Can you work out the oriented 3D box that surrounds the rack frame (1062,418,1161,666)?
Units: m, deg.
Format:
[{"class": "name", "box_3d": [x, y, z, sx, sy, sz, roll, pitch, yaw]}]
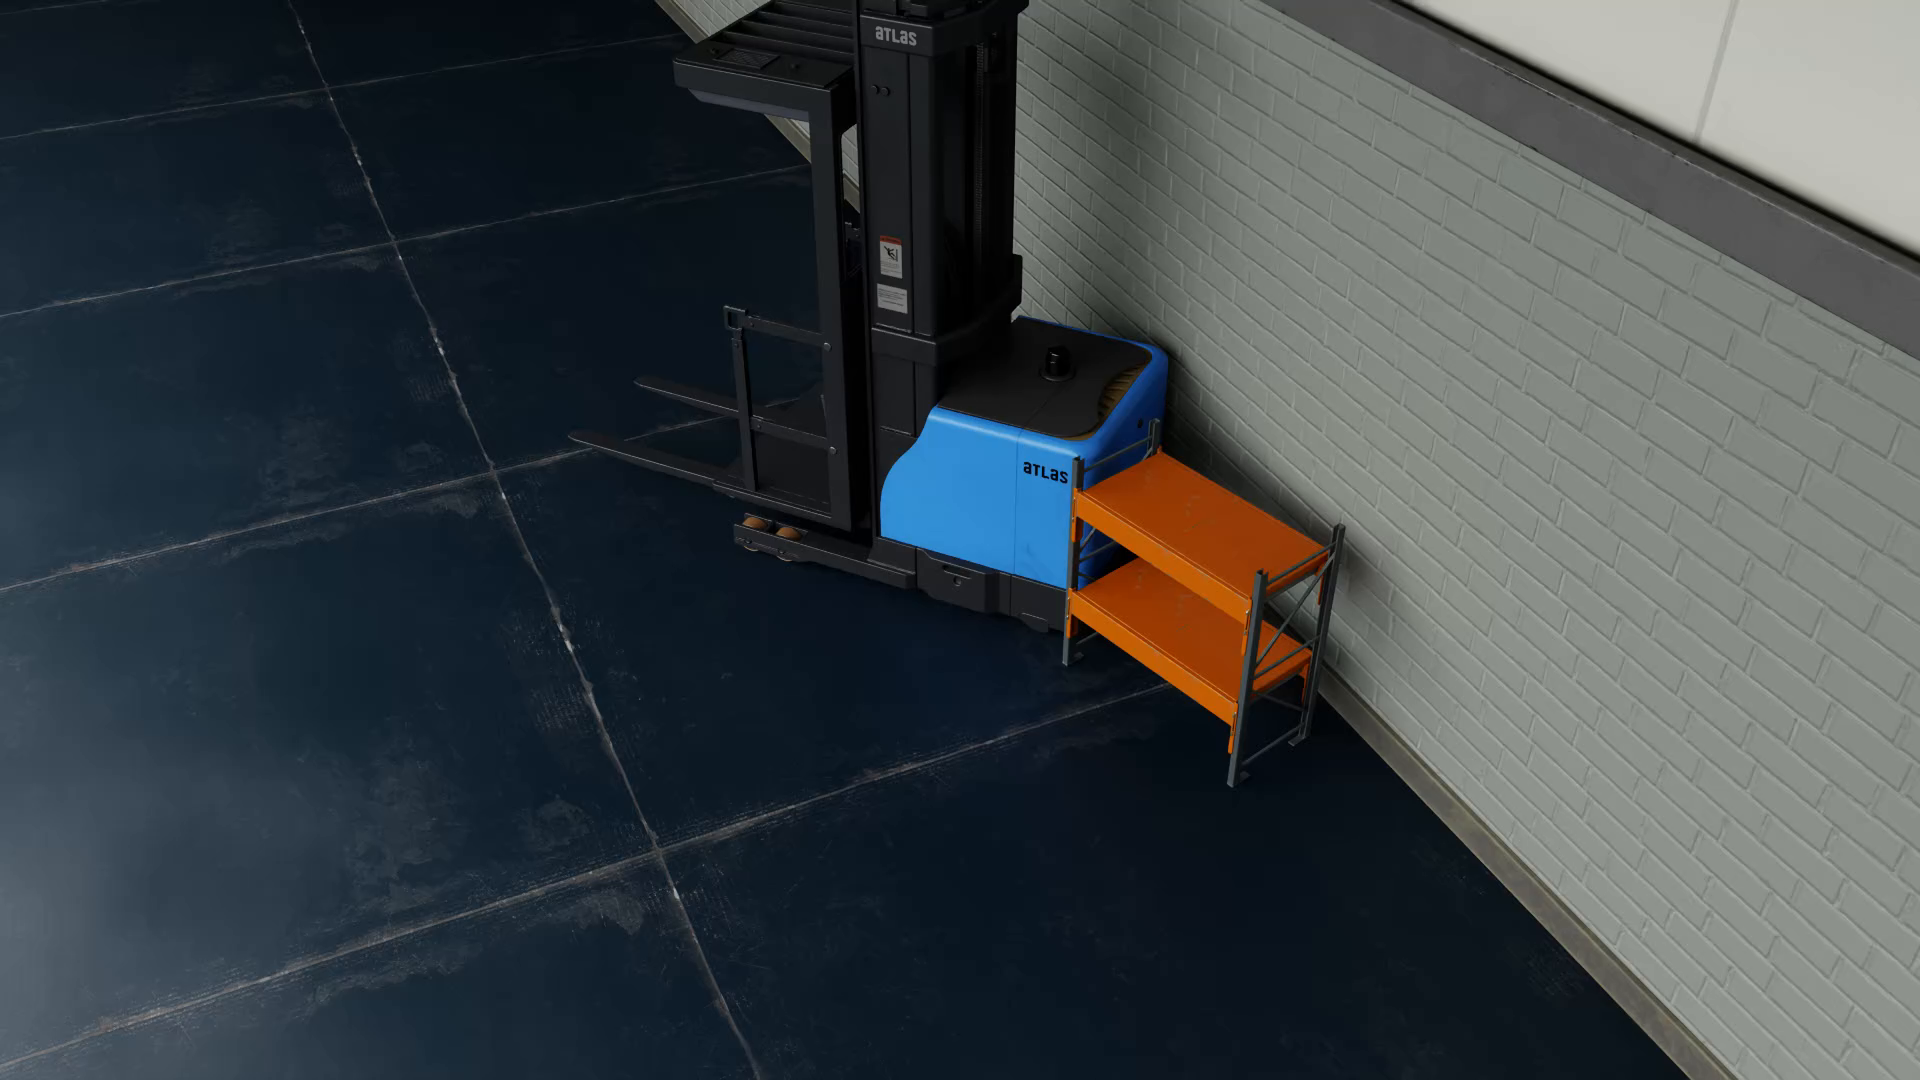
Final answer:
[{"class": "rack frame", "box_3d": [0.671, 0.024, 7.417, 0.500, 1.125, 0.032, -27, 44, -31]}]

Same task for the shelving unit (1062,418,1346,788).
[{"class": "shelving unit", "box_3d": [0.999, 0.255, 7.105, 0.538, 1.125, 1.048, -27, 44, -31]}]

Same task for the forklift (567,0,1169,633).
[{"class": "forklift", "box_3d": [-0.563, -1.338, 7.736, 3.031, 2.935, 1.130, 16, 39, 20]}]

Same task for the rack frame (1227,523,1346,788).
[{"class": "rack frame", "box_3d": [1.326, 0.487, 6.792, 0.500, 1.125, 0.032, -27, 44, -31]}]

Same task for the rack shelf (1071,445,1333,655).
[{"class": "rack shelf", "box_3d": [0.999, 0.020, 6.930, 0.538, 0.278, 1.000, -27, 44, -31]}]

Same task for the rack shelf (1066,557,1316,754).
[{"class": "rack shelf", "box_3d": [0.999, 0.452, 7.250, 0.538, 0.278, 1.000, -27, 44, -31]}]
